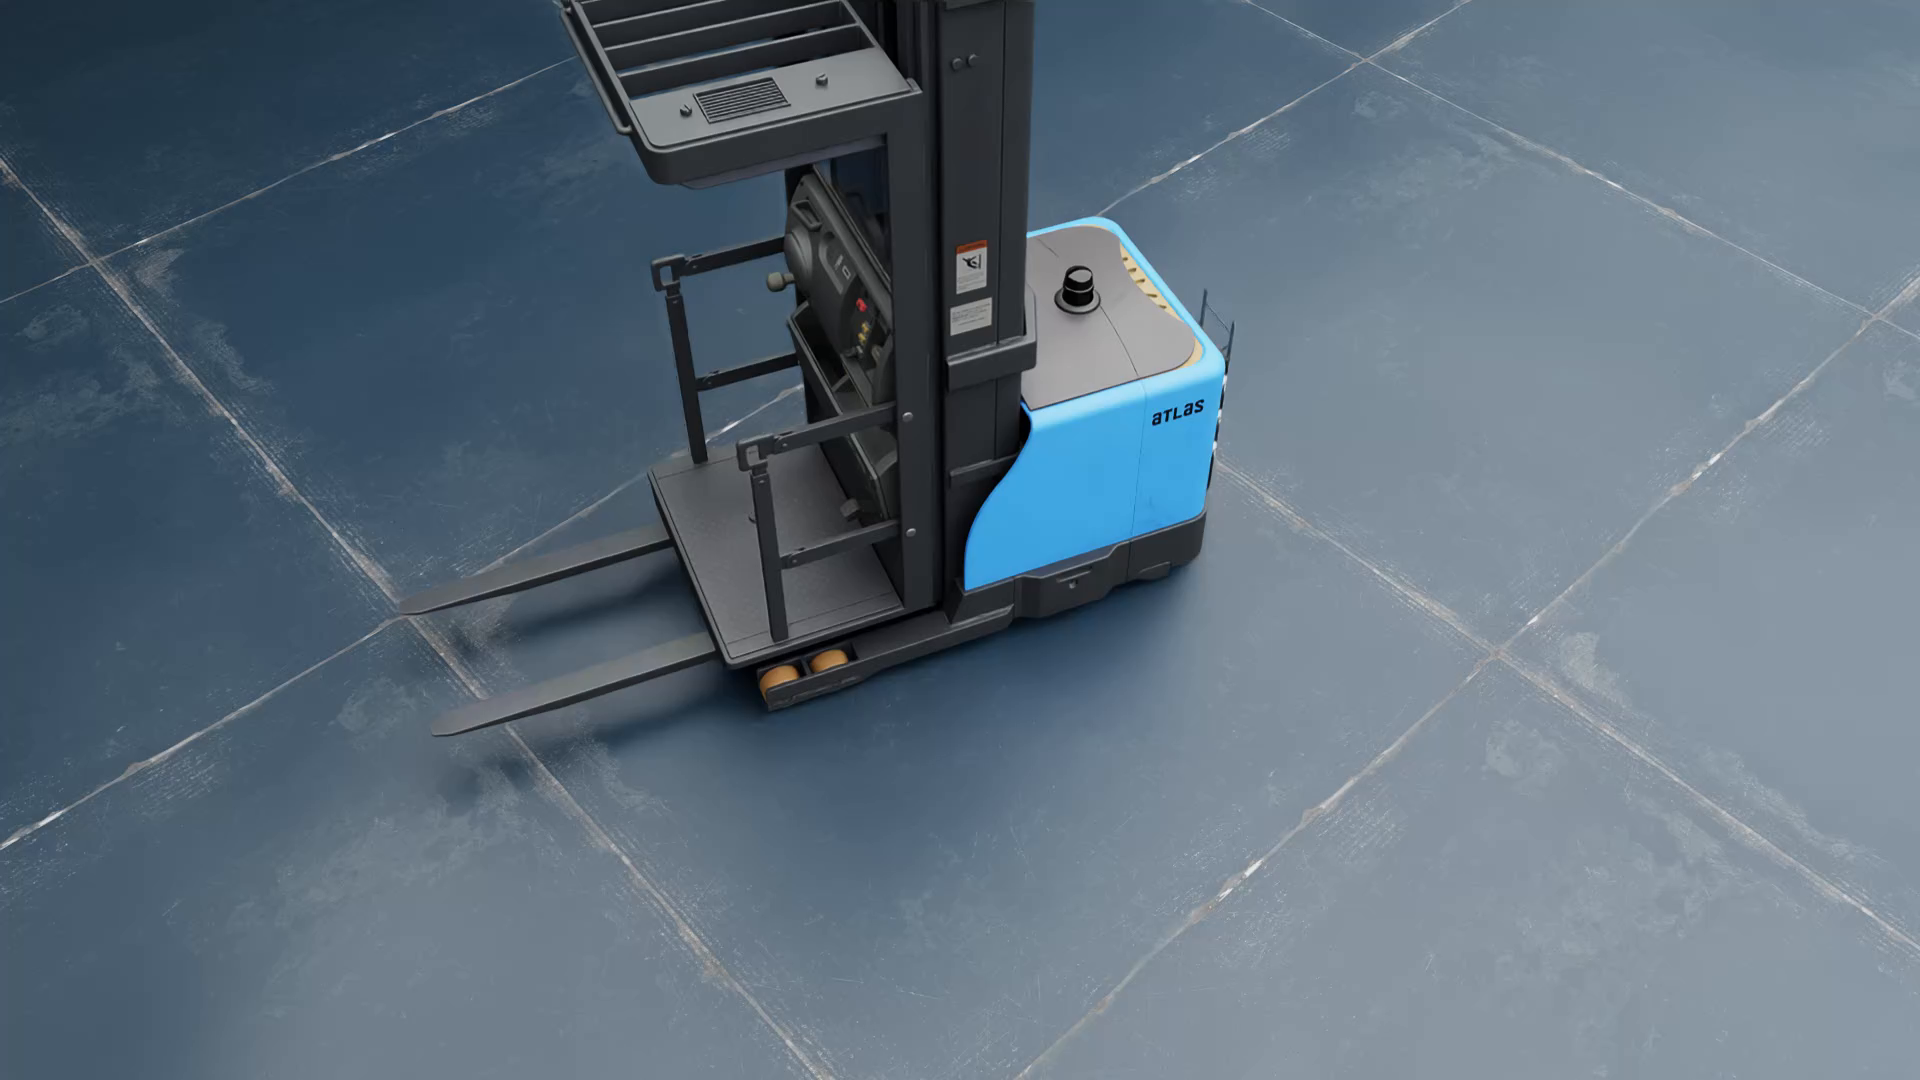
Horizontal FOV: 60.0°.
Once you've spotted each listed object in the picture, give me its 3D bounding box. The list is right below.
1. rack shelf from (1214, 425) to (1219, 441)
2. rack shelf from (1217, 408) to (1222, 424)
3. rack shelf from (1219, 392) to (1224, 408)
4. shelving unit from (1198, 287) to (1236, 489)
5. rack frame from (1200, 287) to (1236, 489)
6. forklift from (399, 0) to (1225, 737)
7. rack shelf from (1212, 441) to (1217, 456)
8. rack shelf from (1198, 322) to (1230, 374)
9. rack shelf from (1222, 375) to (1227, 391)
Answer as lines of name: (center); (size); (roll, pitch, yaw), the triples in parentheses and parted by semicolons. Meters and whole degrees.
rack shelf: (0.909, -0.488, 6.809); (0.200, 0.077, 0.258); (-17, 50, -15)
rack shelf: (0.909, -0.549, 6.743); (0.200, 0.077, 0.258); (-17, 50, -15)
rack shelf: (0.909, -0.610, 6.677); (0.200, 0.077, 0.258); (-17, 50, -15)
shelving unit: (0.909, -0.571, 6.718); (0.210, 0.900, 0.258); (-17, 50, -15)
rack frame: (1.003, -0.601, 6.745); (0.006, 0.900, 0.240); (-17, 50, -15)
forklift: (-0.596, -0.809, 5.556); (3.031, 2.935, 1.130); (-17, 50, -15)
rack shelf: (0.909, -0.427, 6.875); (0.200, 0.077, 0.258); (-17, 50, -15)
rack shelf: (0.909, -0.732, 6.544); (0.200, 0.077, 0.258); (-17, 50, -15)
rack shelf: (0.909, -0.671, 6.610); (0.200, 0.077, 0.258); (-17, 50, -15)
